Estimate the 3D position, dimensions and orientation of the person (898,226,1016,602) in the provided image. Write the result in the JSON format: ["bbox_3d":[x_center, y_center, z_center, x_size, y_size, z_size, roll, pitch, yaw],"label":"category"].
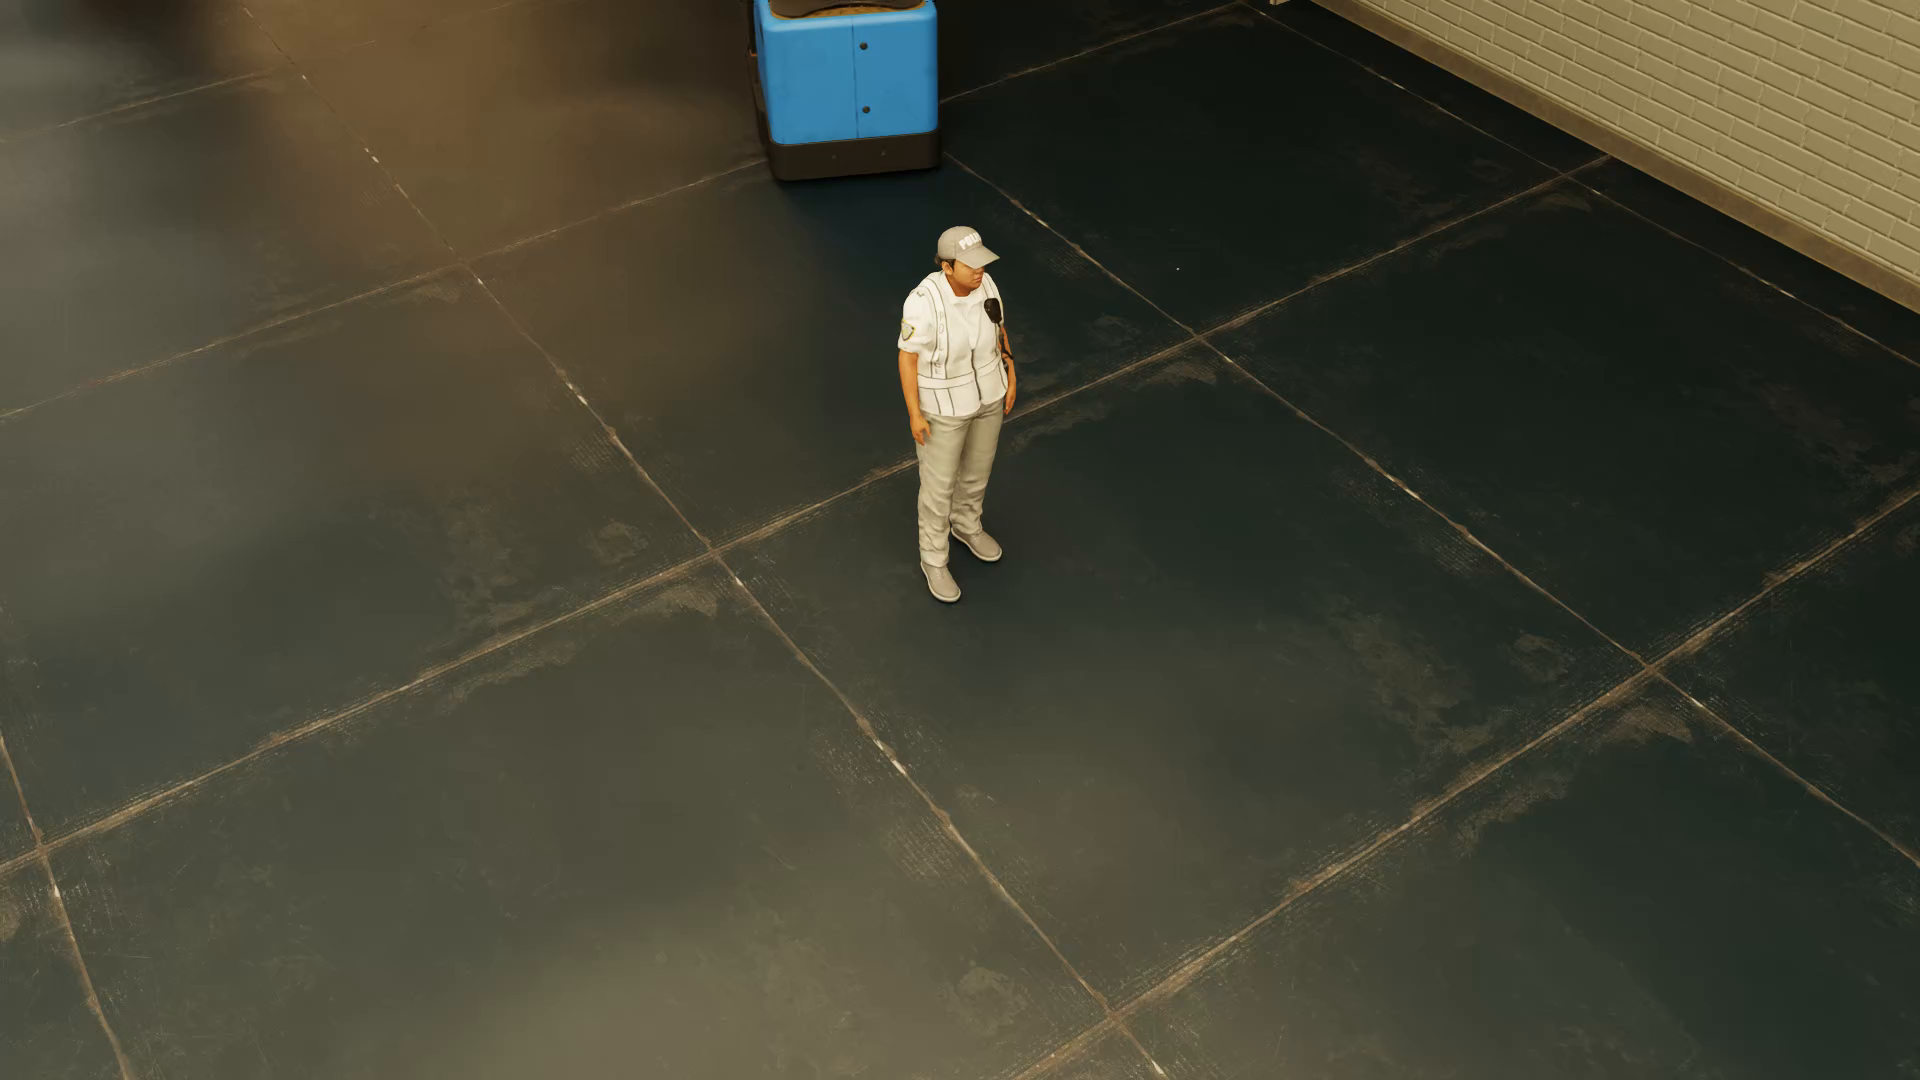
[{"bbox_3d":[0.025,-0.567,7.252,0.598,1.670,0.529,-25,48,-25],"label":"person"}]

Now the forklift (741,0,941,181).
[{"bbox_3d":[-0.881,-4.278,10.358,1.130,2.935,3.031,-7,43,-7],"label":"forklift"}]
